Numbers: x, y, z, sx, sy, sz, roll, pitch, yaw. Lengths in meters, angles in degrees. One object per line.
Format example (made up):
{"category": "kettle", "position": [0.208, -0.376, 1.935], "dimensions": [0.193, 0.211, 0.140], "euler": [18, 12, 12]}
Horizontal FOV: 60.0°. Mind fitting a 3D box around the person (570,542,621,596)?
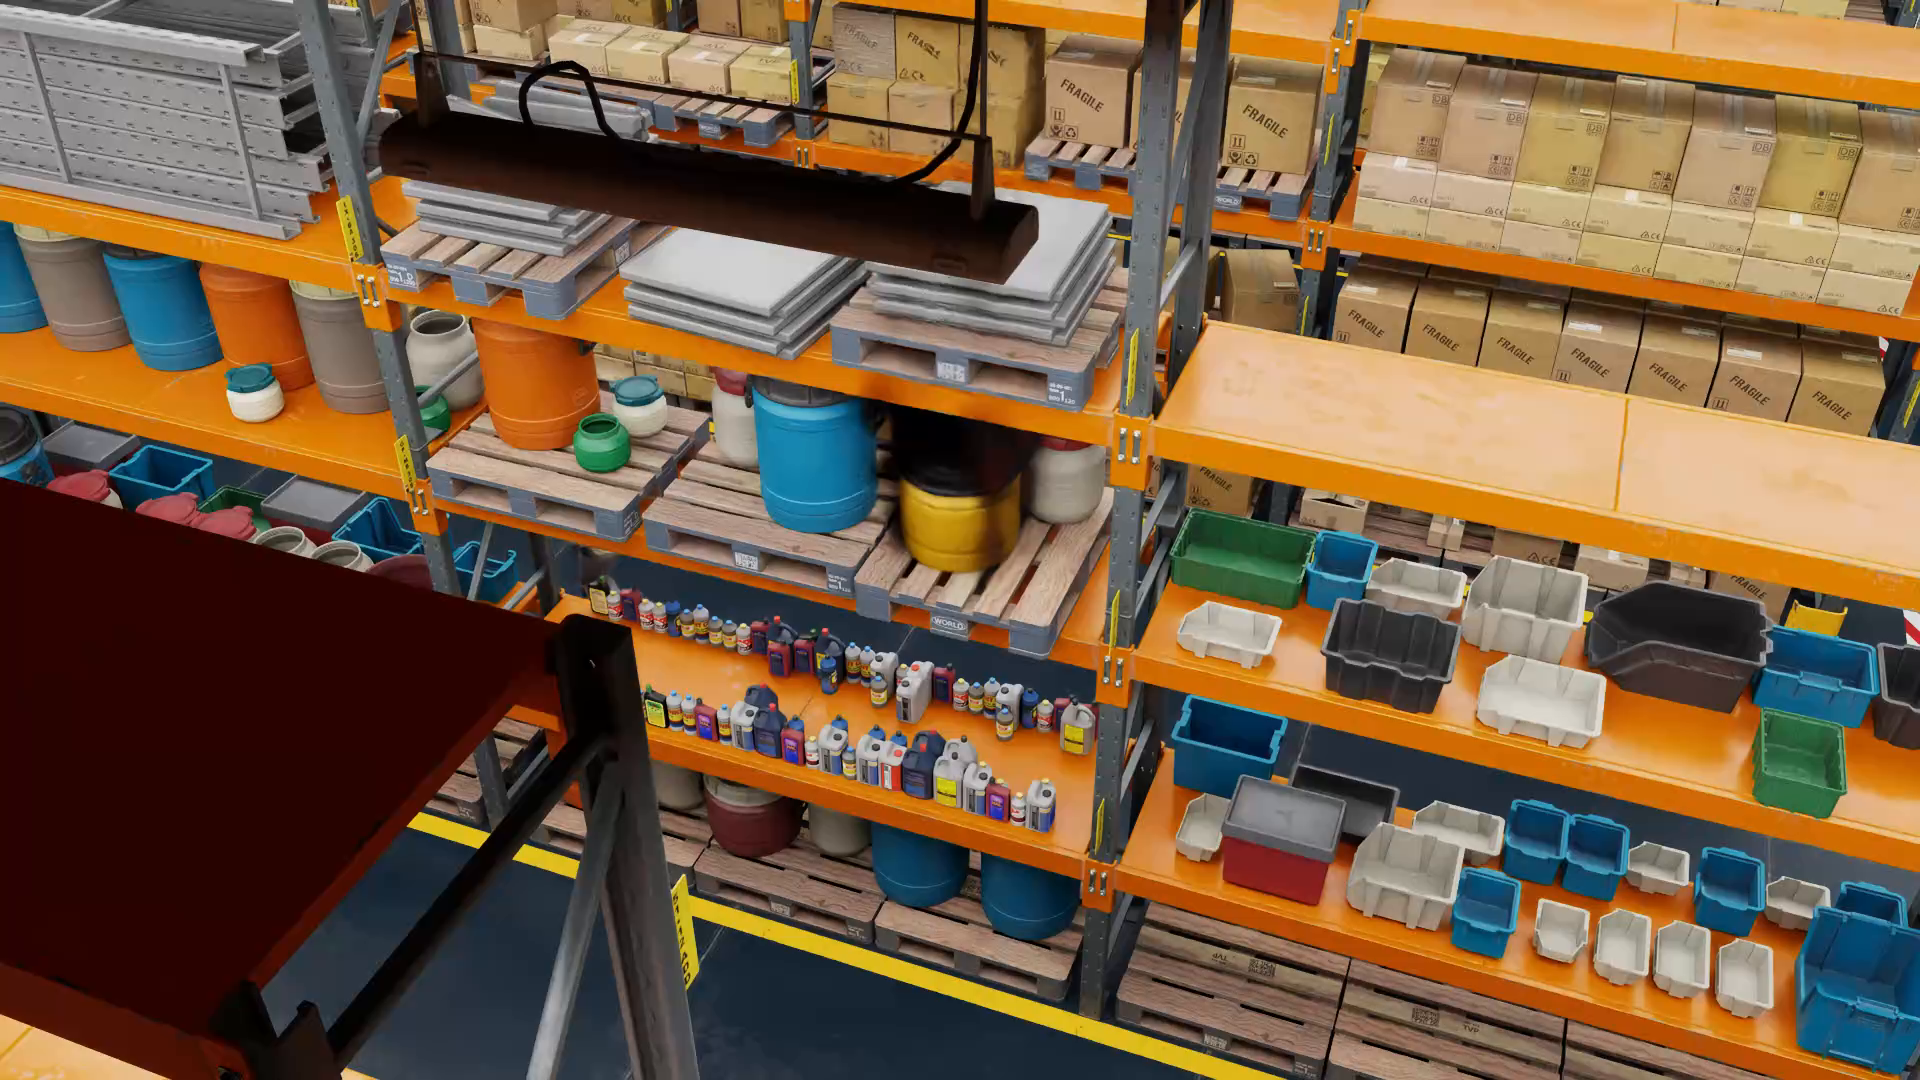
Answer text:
{"category": "person", "position": [-2.510, 0.015, 11.857], "dimensions": [0.492, 1.673, 0.575], "euler": [15, 39, 20]}
